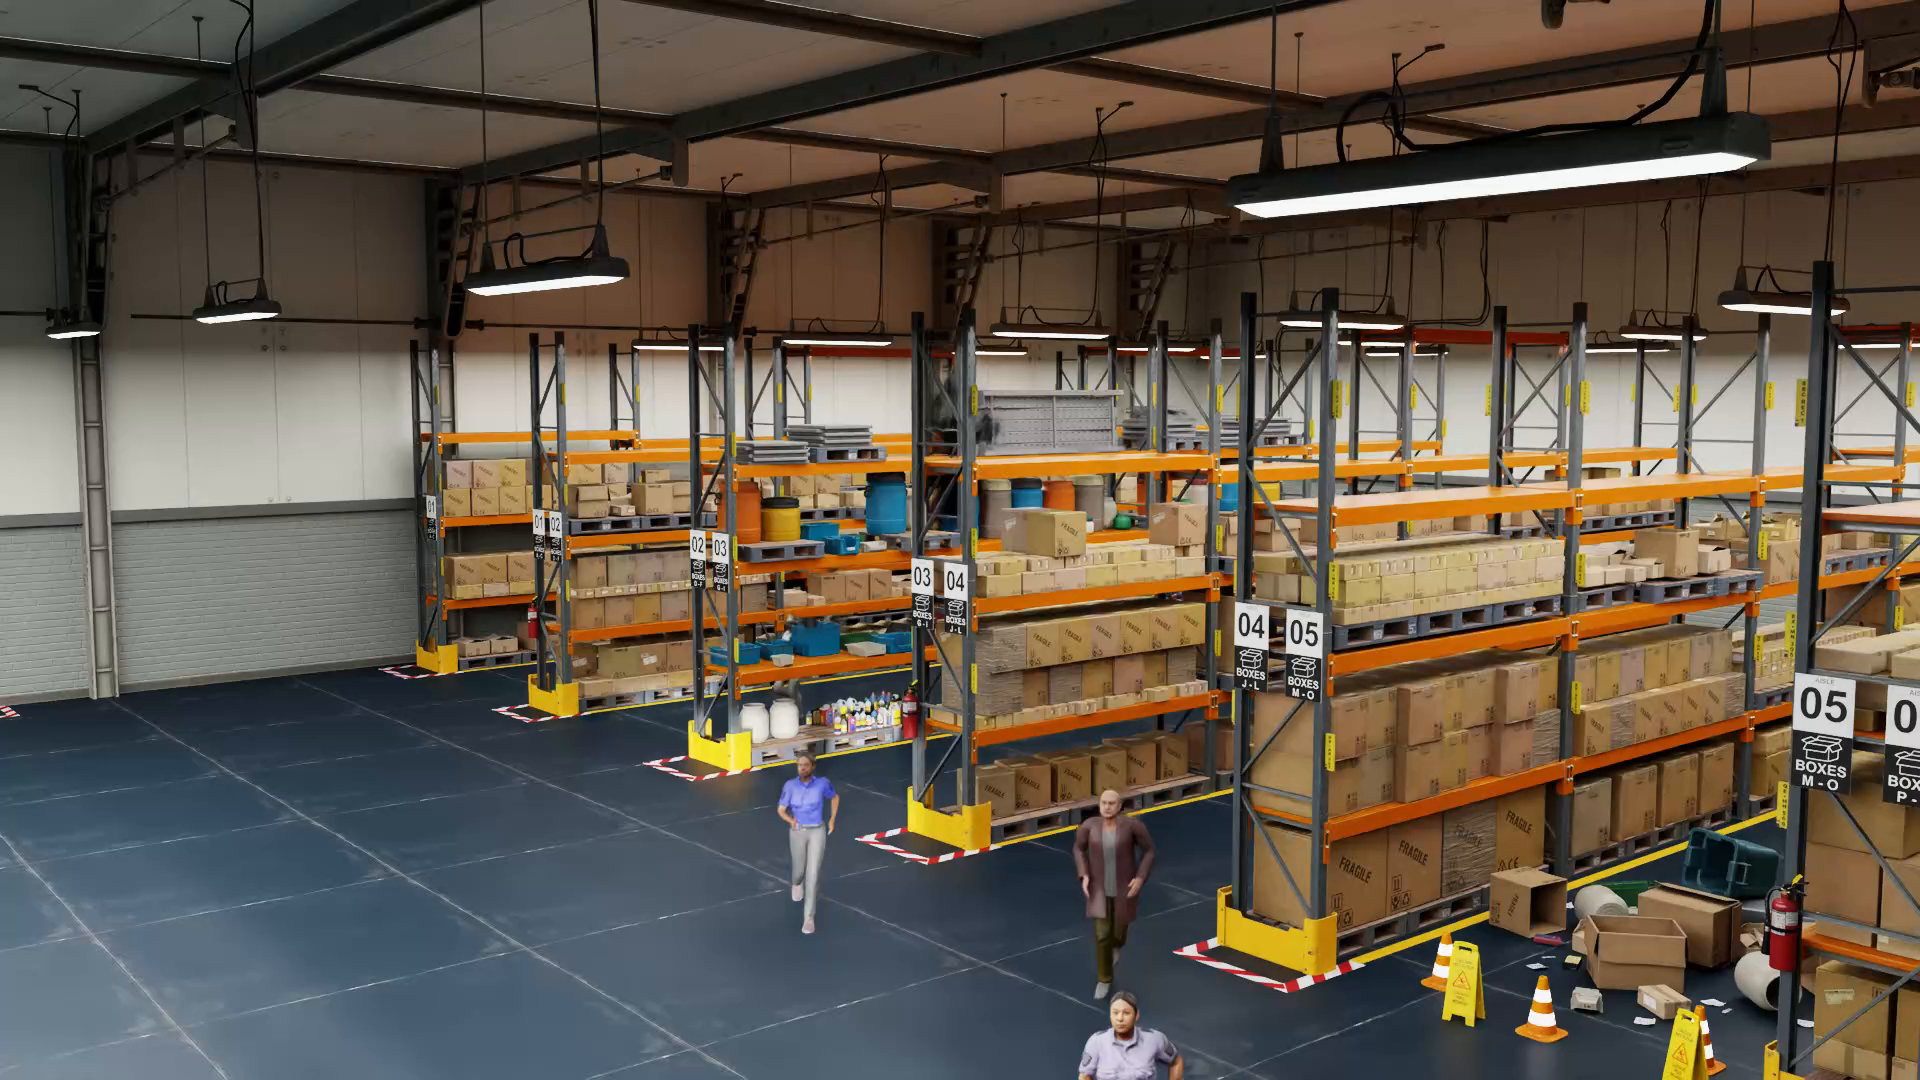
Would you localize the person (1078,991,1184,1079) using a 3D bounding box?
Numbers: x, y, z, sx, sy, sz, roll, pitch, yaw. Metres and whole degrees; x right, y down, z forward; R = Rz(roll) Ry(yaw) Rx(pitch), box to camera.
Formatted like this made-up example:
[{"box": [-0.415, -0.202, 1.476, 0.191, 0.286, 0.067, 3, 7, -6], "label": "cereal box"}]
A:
[{"box": [0.994, 3.467, 9.787, 0.618, 1.596, 0.570, 1, 5, 10], "label": "person"}]

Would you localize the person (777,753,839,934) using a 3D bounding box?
[{"box": [-1.465, 2.871, 16.093, 0.588, 1.651, 0.908, 0, 5, -1], "label": "person"}]

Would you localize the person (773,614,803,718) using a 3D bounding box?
[{"box": [-2.649, 1.958, 25.712, 0.574, 1.653, 0.556, 4, 7, 40], "label": "person"}]

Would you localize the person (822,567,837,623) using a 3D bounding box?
[{"box": [-2.504, 1.292, 32.335, 0.699, 1.752, 0.923, 5, 7, 40], "label": "person"}]

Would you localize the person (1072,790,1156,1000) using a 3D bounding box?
[{"box": [1.326, 2.990, 14.290, 0.720, 1.779, 0.720, 1, 5, 13], "label": "person"}]
